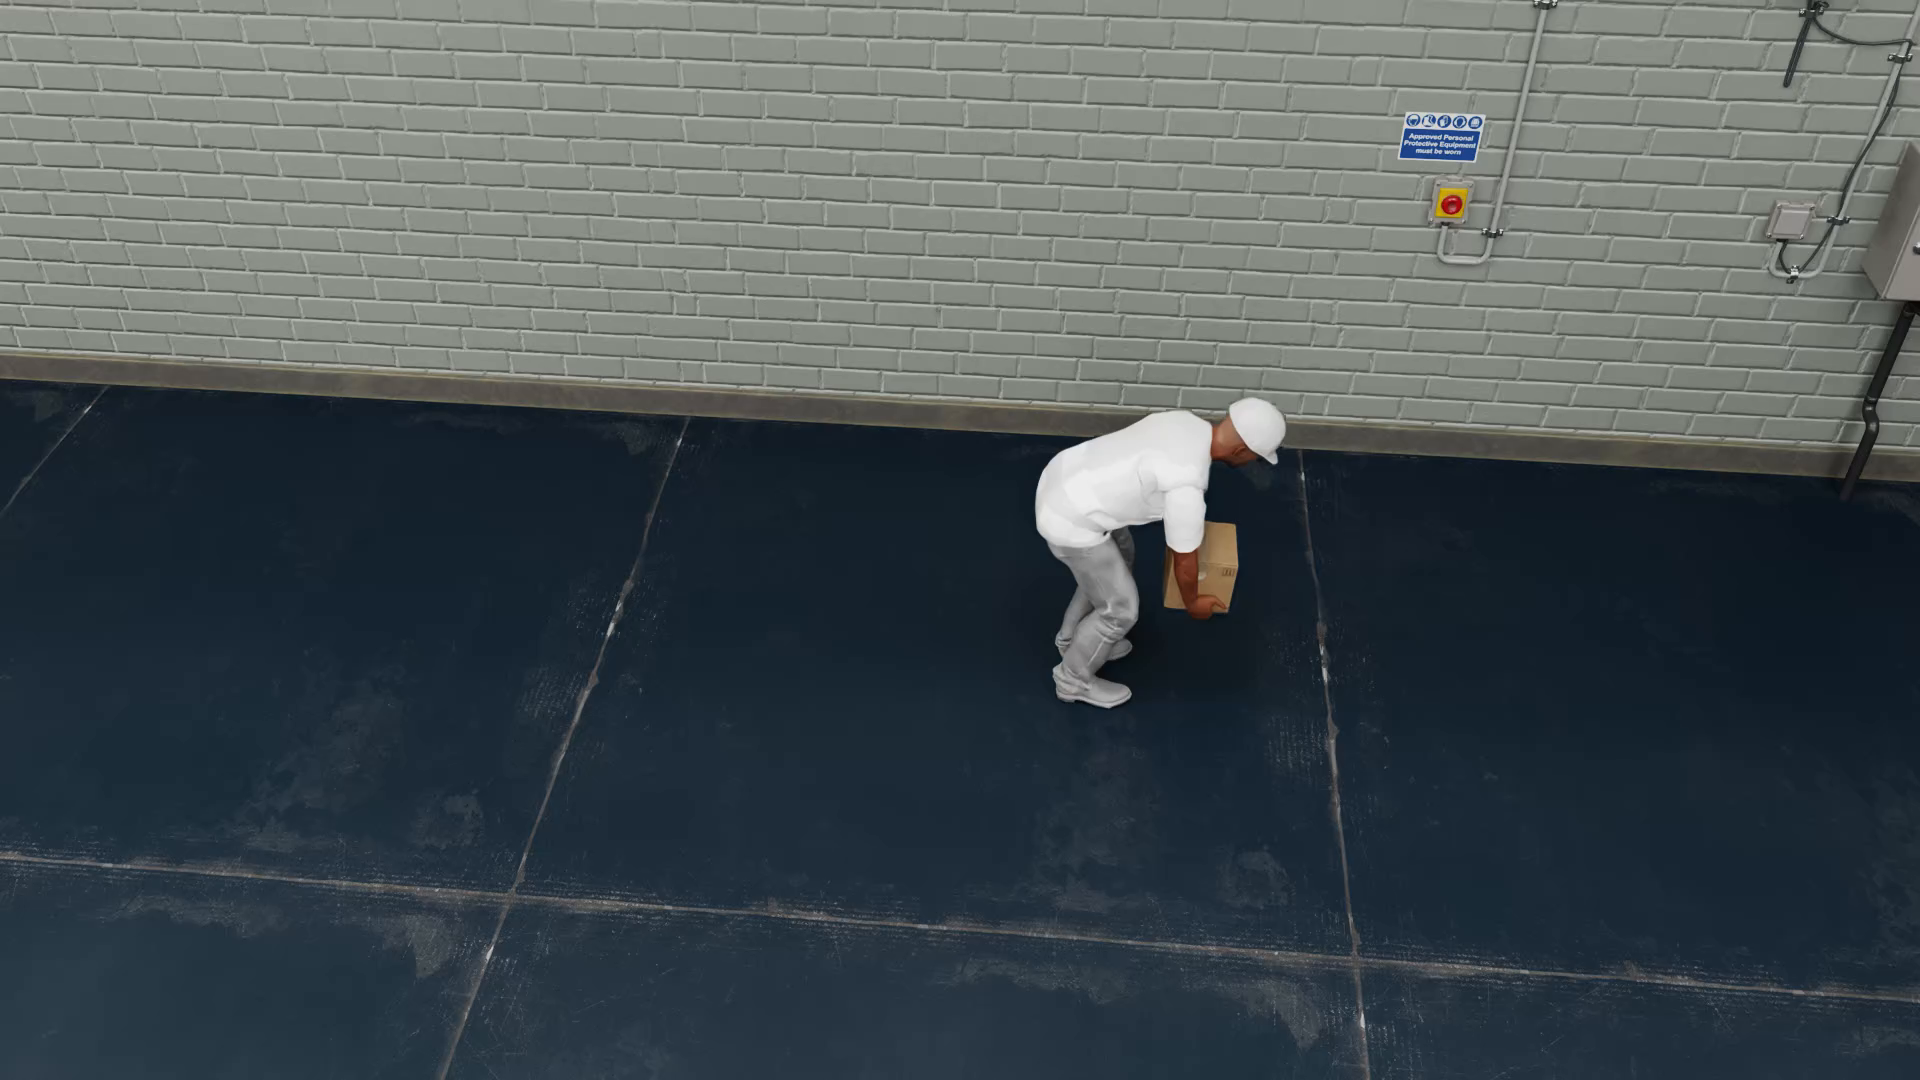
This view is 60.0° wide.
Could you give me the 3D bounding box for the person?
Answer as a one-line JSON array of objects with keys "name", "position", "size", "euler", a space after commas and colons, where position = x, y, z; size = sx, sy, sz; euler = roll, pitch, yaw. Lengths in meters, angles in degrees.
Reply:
[{"name": "person", "position": [0.734, 0.019, 6.417], "size": [0.898, 1.376, 0.490], "euler": [2, 40, 2]}]
